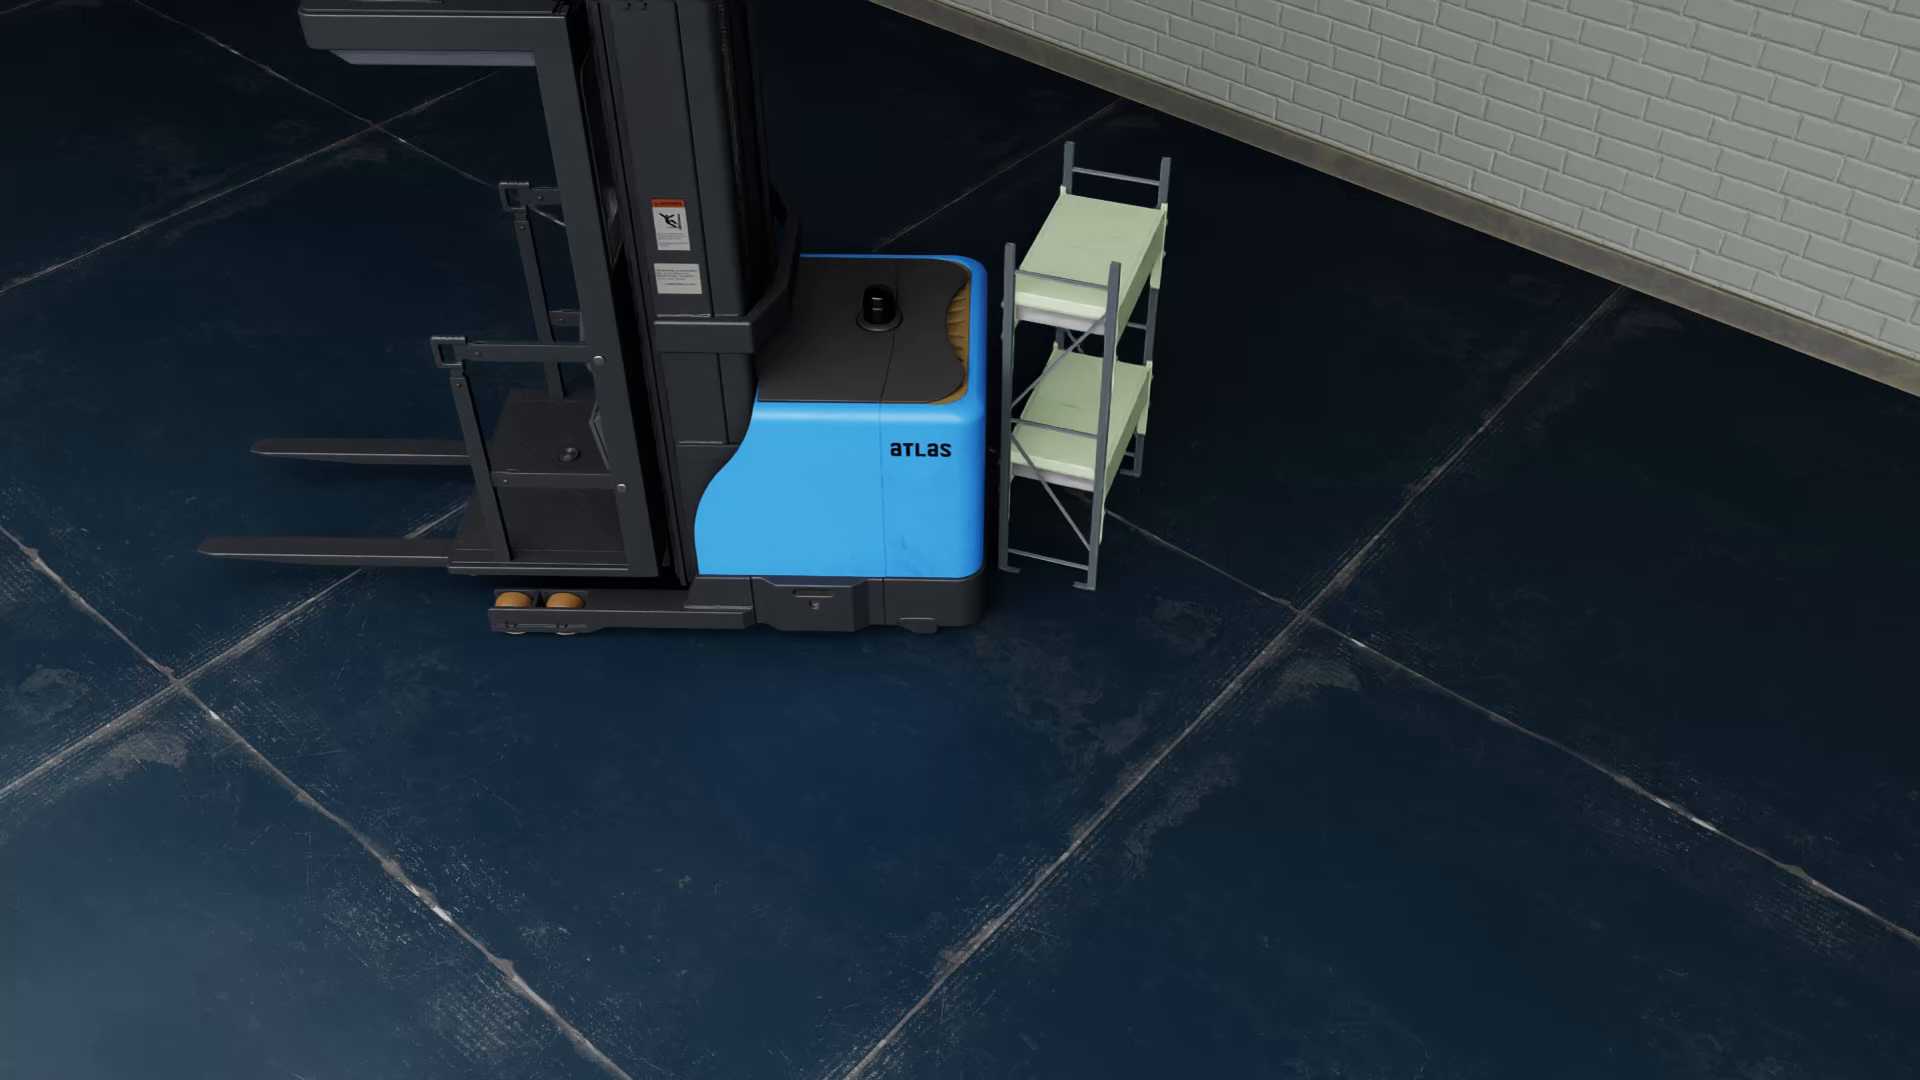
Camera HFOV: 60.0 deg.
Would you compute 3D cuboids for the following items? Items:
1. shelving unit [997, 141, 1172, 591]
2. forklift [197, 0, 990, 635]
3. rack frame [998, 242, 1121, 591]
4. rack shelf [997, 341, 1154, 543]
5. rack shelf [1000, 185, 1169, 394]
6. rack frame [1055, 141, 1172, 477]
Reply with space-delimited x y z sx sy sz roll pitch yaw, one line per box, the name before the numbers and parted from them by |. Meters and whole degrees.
shelving unit | 0.461 -0.637 6.336 0.431 1.500 0.755 13 44 14
forklift | -1.406 -1.078 5.757 3.031 2.935 1.130 1 42 1
rack frame | 0.344 -0.404 6.080 0.400 1.500 0.023 13 44 14
rack shelf | 0.461 -0.396 6.556 0.431 0.370 0.720 13 44 14
rack shelf | 0.461 -0.926 6.074 0.431 0.370 0.720 13 44 14
rack frame | 0.578 -0.871 6.593 0.400 1.500 0.023 13 44 14
